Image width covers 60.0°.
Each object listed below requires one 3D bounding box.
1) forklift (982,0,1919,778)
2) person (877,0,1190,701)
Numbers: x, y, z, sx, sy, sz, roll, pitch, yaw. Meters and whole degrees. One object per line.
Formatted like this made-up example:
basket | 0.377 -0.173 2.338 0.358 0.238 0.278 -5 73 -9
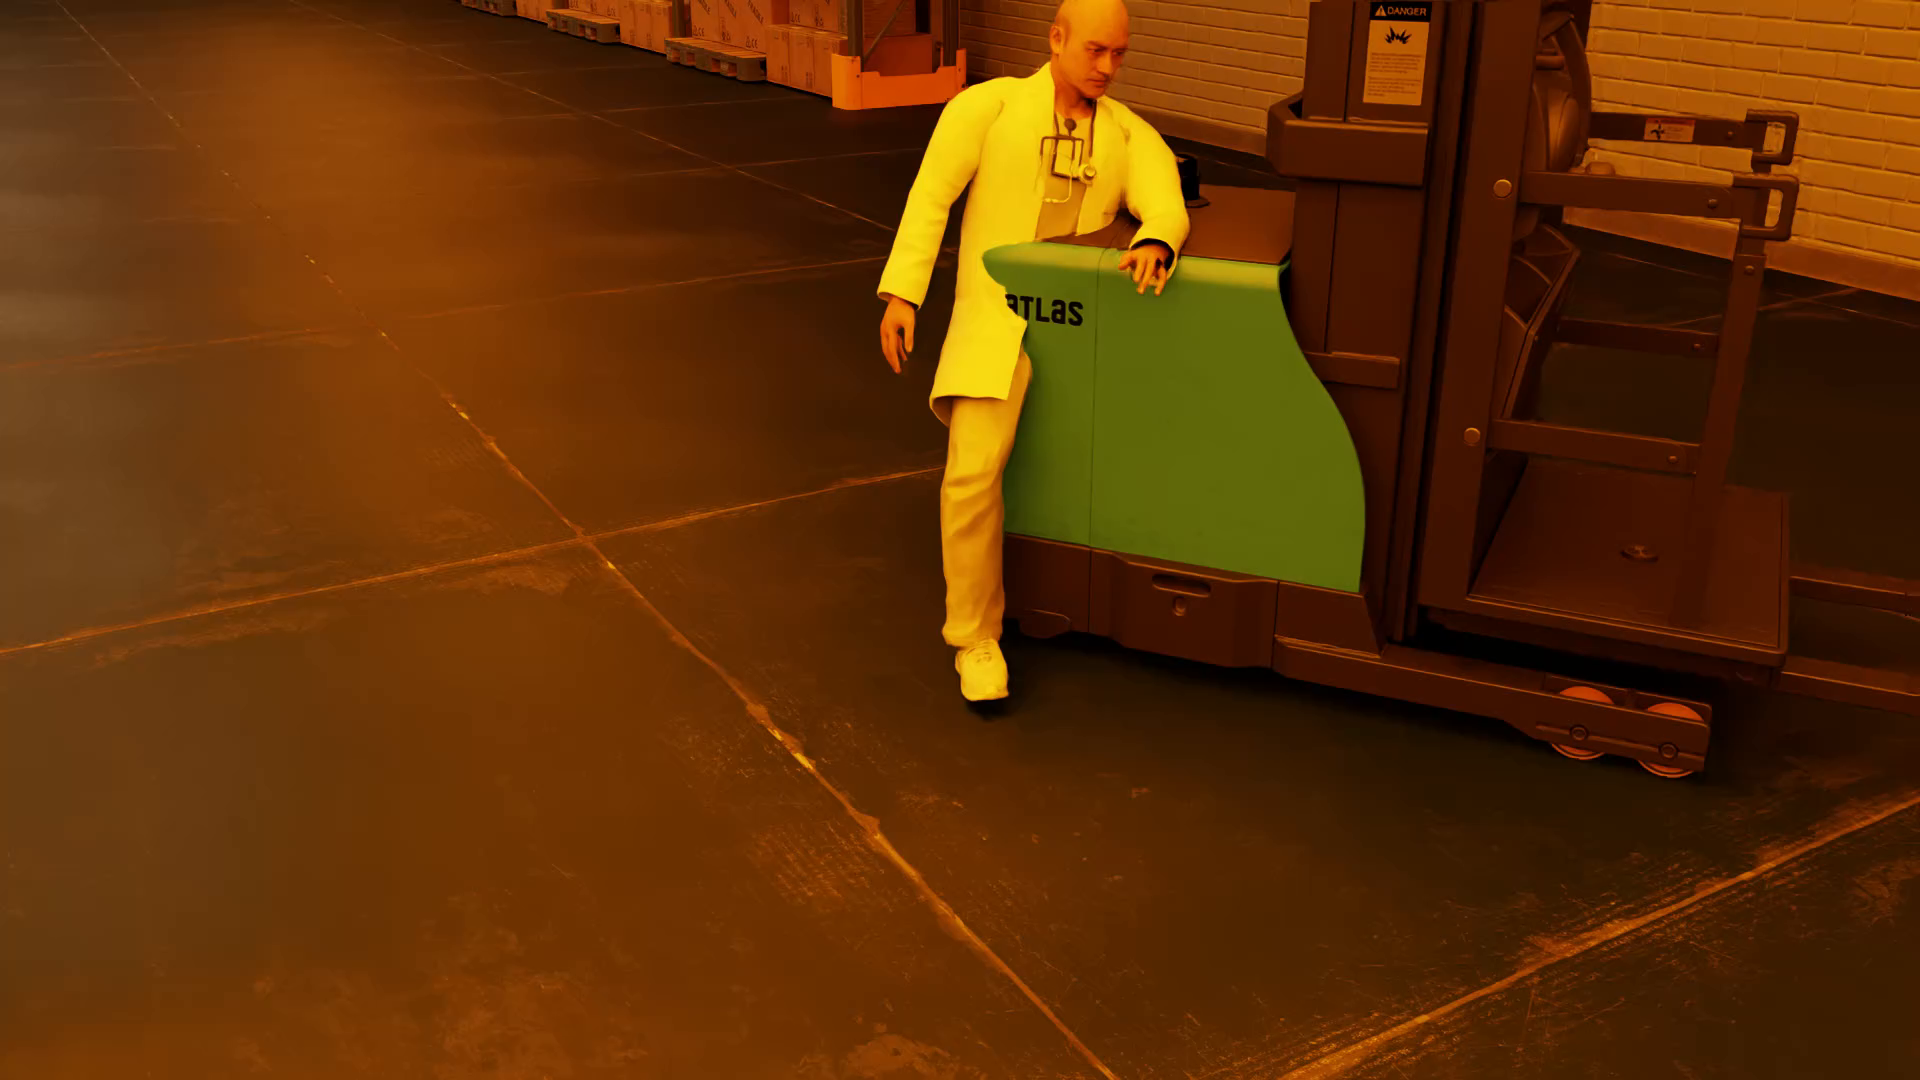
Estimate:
forklift | 1.585 -1.042 3.813 3.031 2.935 1.130 10 24 23
person | 0.258 -0.508 4.186 0.910 1.662 0.928 -8 23 -18
